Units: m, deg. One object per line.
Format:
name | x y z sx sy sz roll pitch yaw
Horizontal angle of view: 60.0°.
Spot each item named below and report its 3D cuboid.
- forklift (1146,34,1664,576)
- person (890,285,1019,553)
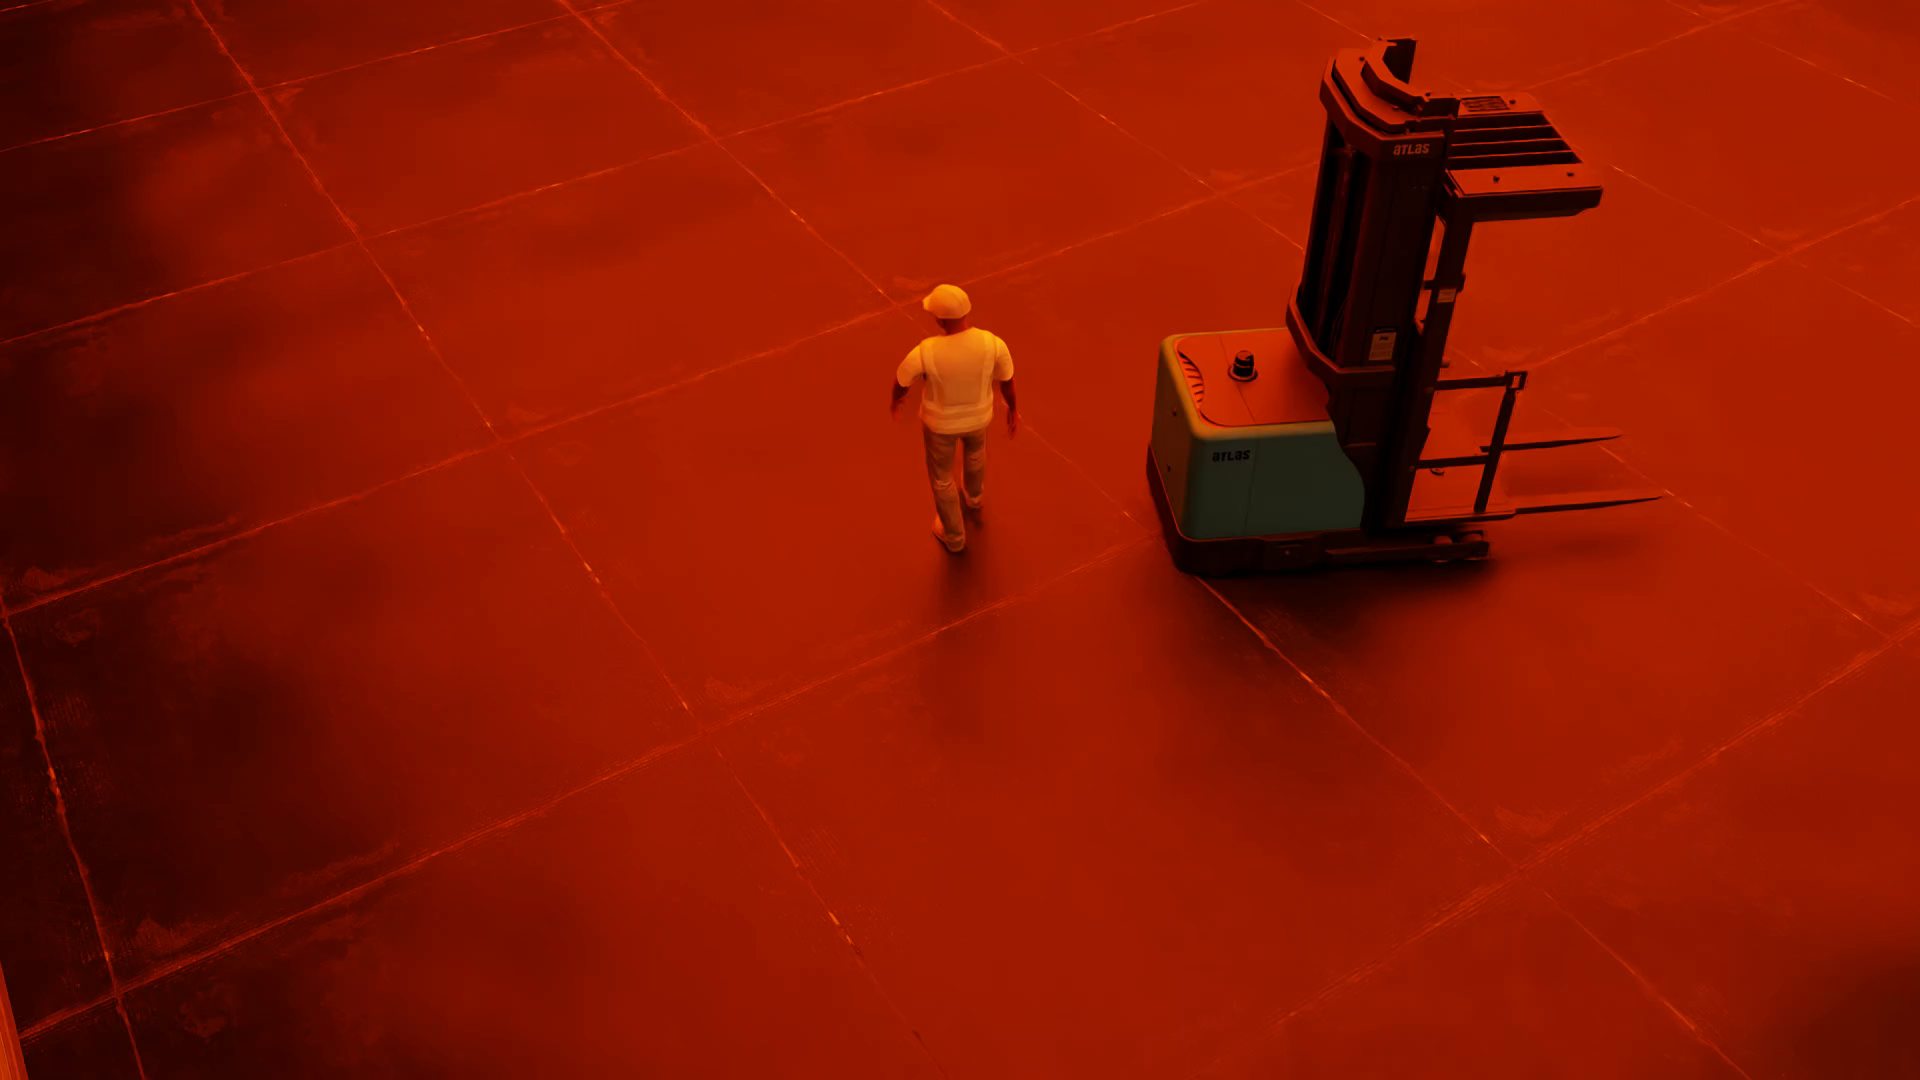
forklift | 2.724 -1.309 9.369 3.031 2.935 1.130 -4 41 -5
person | -0.039 -0.787 9.689 0.705 1.742 0.672 -11 42 -13
